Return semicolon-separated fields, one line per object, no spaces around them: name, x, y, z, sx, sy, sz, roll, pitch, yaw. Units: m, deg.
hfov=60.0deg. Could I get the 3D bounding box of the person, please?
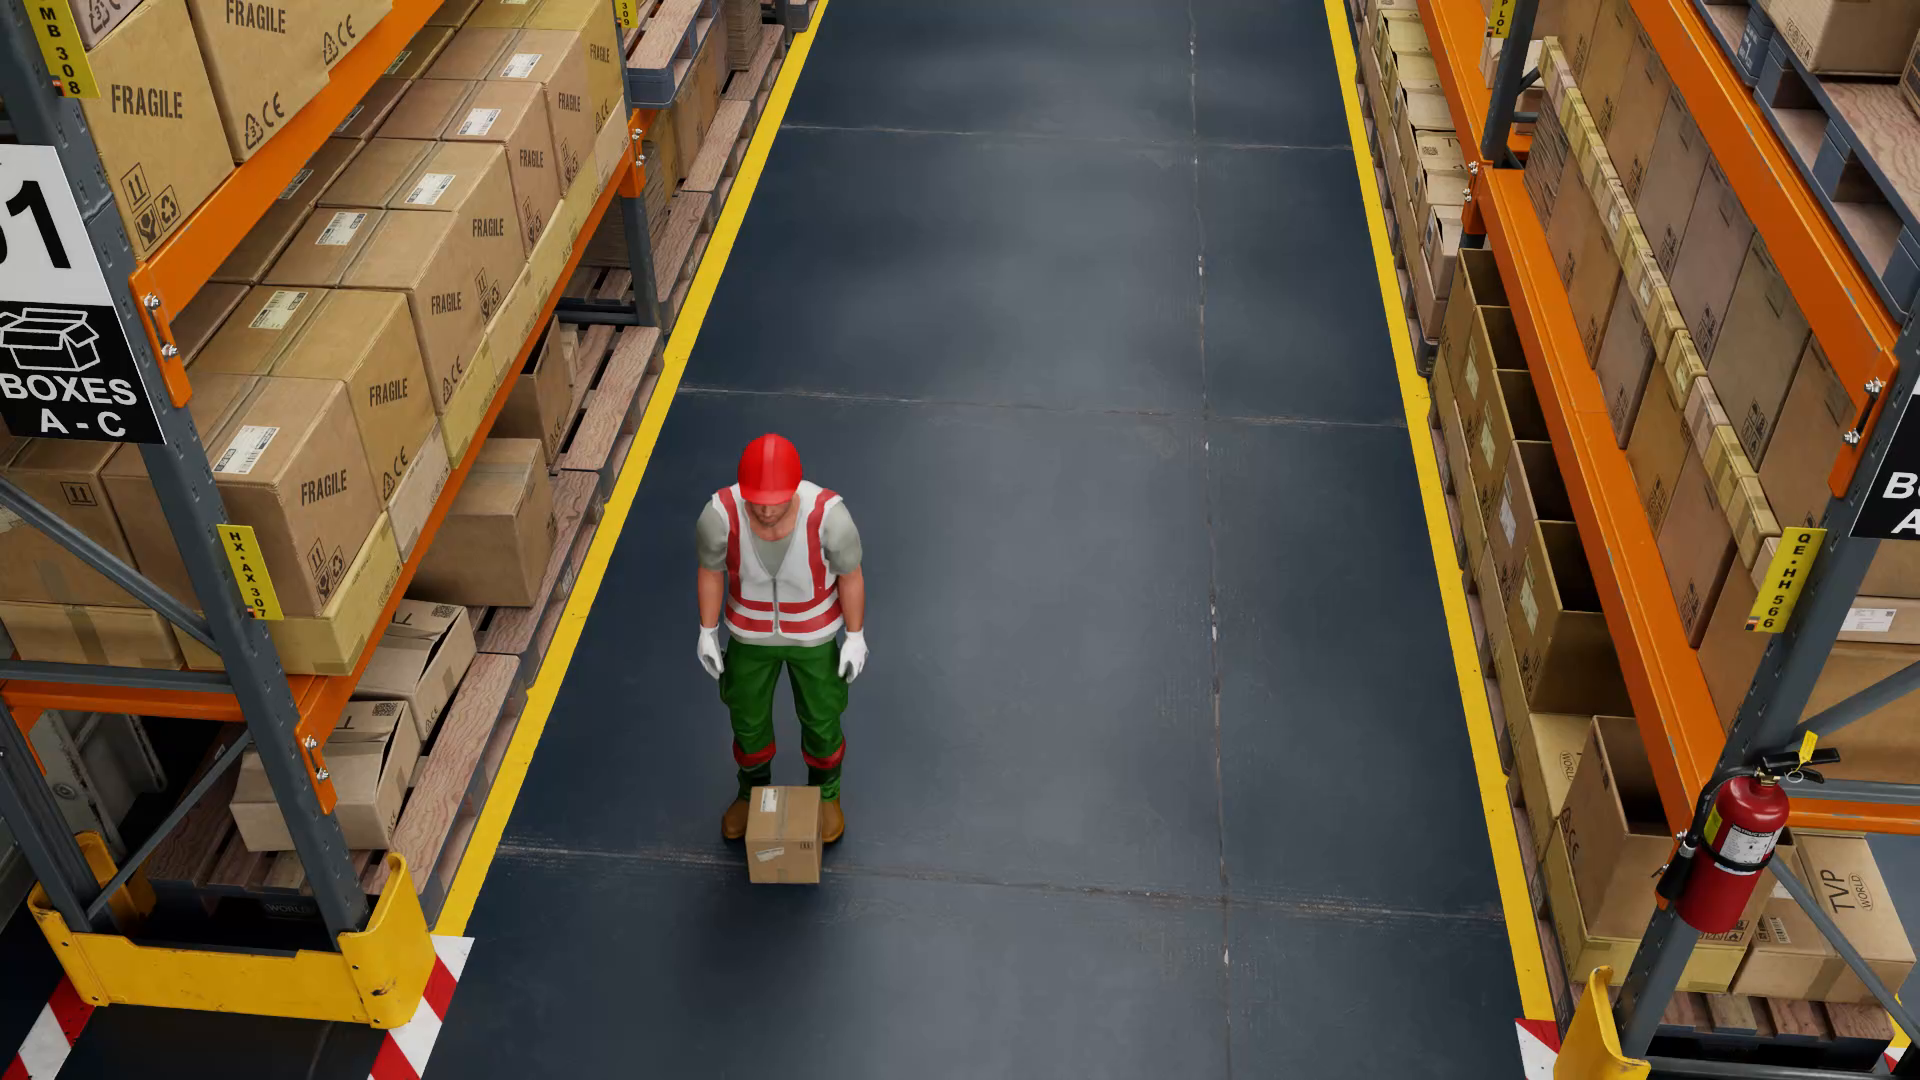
person;-0.614;0.341;5.734;0.595;1.778;0.449;2;40;2
